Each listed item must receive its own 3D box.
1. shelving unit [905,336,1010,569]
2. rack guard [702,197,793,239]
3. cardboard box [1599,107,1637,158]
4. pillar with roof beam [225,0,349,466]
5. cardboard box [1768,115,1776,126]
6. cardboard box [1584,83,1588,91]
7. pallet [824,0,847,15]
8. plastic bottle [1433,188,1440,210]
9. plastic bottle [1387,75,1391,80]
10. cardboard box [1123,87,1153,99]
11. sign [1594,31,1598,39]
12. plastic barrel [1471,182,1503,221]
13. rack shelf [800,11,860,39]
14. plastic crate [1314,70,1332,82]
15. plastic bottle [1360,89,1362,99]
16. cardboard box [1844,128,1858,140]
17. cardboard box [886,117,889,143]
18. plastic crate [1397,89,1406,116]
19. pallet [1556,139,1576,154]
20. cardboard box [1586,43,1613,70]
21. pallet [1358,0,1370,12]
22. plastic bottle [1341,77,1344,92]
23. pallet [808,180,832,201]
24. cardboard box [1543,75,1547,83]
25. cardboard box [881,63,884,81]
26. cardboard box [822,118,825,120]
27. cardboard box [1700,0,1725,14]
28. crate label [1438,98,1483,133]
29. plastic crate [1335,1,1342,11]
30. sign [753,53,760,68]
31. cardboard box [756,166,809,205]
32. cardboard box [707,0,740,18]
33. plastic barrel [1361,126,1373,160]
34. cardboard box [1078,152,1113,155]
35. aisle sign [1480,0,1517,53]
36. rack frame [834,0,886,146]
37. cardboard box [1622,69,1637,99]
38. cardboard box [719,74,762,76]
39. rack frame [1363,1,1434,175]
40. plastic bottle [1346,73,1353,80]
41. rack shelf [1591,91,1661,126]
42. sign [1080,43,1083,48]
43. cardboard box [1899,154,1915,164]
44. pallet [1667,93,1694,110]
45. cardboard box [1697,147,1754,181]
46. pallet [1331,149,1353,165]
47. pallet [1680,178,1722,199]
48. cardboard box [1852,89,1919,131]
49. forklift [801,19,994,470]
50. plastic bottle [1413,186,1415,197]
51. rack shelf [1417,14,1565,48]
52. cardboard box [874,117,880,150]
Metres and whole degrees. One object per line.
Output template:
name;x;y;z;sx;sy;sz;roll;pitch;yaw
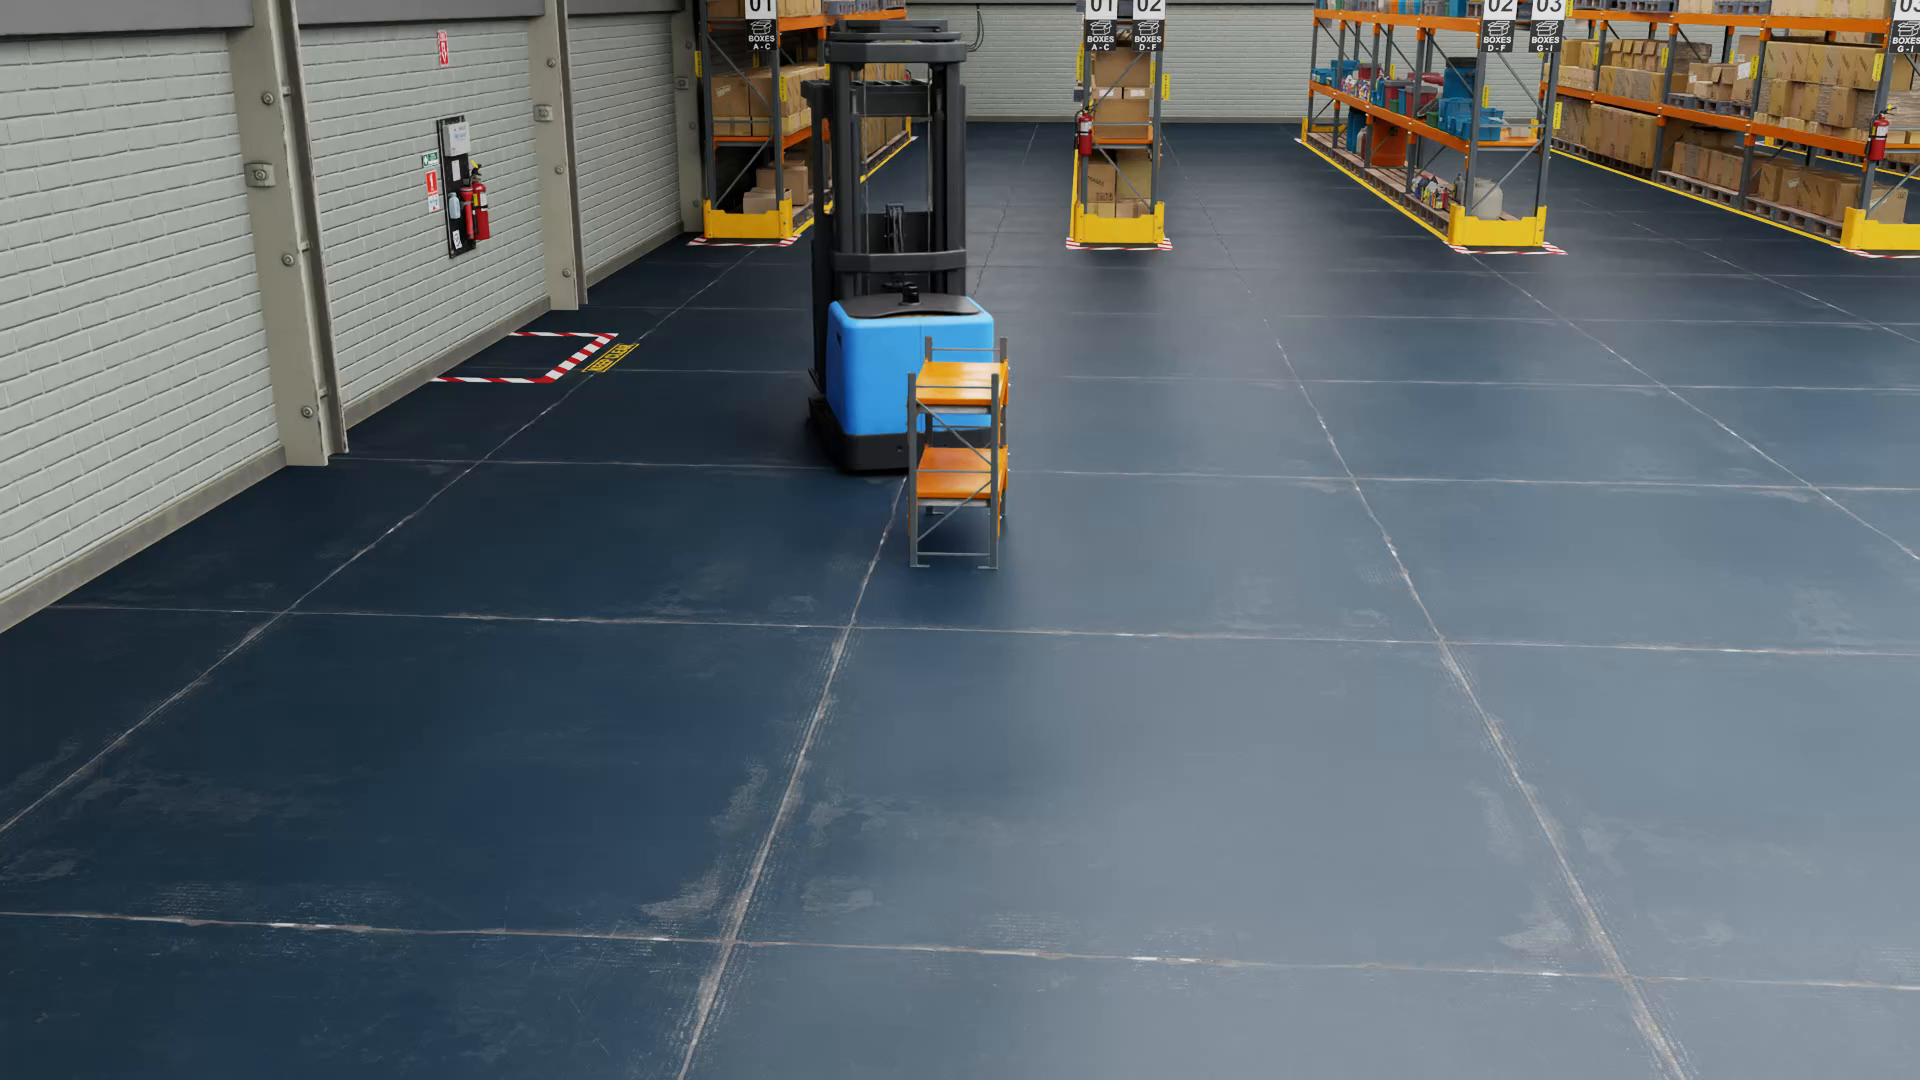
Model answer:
shelving unit;0.000;-0.537;9.754;0.538;1.125;1.048;1;18;4
rack guard;-2.848;-4.328;22.328;1.175;0.500;0.348;1;18;4
cardboard box;12.740;-7.601;31.039;1.225;0.875;0.875;1;18;2
pillar with roof beam;-0.232;-4.757;9.988;9.100;9.000;0.400;1;18;4
cardboard box;11.919;-6.068;24.027;0.380;0.149;0.250;1;18;4
cardboard box;12.542;-8.950;32.824;0.380;0.149;0.250;2;18;5
pallet;-2.416;-8.260;25.798;1.213;0.211;1.003;1;18;4
plastic bottle;6.713;-4.806;23.429;0.061;0.283;0.133;2;18;5
plastic bottle;8.136;-8.624;31.505;0.144;0.351;0.185;1;18;4
cardboard box;2.331;-5.856;21.774;0.380;0.149;0.250;1;18;4
sign;13.656;-10.776;35.753;0.100;0.325;0.005;1;18;4
plastic barrel;6.999;-4.494;22.143;0.421;0.512;0.421;0;18;0
rack shelf;-2.423;-8.439;27.199;1.077;0.370;4.000;1;18;4
plastic crate;7.782;-9.915;35.539;0.416;0.233;0.300;1;18;4
plastic bottle;7.290;-8.085;30.099;0.097;0.201;0.097;0;18;0
cardboard box;11.768;-5.291;21.655;0.380;0.149;0.250;1;18;4
cardboard box;-1.837;-8.461;34.267;0.700;0.500;0.500;2;18;5
plastic crate;7.084;-6.855;26.053;0.392;0.384;0.575;1;18;4
pallet;13.046;-8.177;34.538;1.003;0.211;1.213;1;18;4
cardboard box;12.595;-9.463;32.543;0.500;0.500;0.500;2;18;5
pallet;7.852;-9.736;30.304;1.003;0.211;1.213;1;18;4
plastic bottle;7.437;-8.838;32.266;0.061;0.283;0.133;1;18;4
pallet;-2.512;-5.651;26.831;1.003;0.211;1.213;1;18;4
cardboard box;12.761;-9.907;35.745;0.380;0.149;0.250;1;18;5
cardboard box;-1.775;-9.268;32.721;0.500;0.500;0.500;1;18;3
cardboard box;-2.298;-6.519;25.209;0.500;0.250;0.500;1;18;4
cardboard box;12.190;-8.540;26.591;0.500;0.250;0.500;2;18;5
crate label;6.891;-5.865;22.950;0.502;0.435;0.616;1;18;4
plastic crate;7.618;-10.461;32.554;0.450;0.188;0.662;1;18;4
sign;-3.120;-7.296;25.512;0.100;0.325;0.005;1;18;4
cardboard box;-2.570;-5.130;24.070;0.700;0.500;0.500;0;18;0
cardboard box;-3.076;-7.110;21.794;0.500;0.500;0.500;3;18;8
plastic barrel;7.701;-7.312;30.620;0.600;0.588;0.708;1;18;4
cardboard box;1.924;-5.271;23.730;0.500;0.500;0.500;1;18;4
aisle sign;6.727;-6.491;20.739;0.394;0.787;0.004;1;18;4
rack frame;-1.993;-9.219;33.241;1.000;3.000;0.127;1;18;4
cardboard box;12.443;-8.325;30.353;0.500;0.500;0.500;2;18;5
cardboard box;-2.985;-6.094;22.708;0.500;0.500;0.500;2;18;5
rack frame;7.602;-7.756;28.775;1.000;3.000;0.127;1;18;4
plastic bottle;7.537;-8.860;32.224;0.144;0.351;0.185;1;18;4
rack shelf;12.685;-7.924;30.445;1.077;0.370;4.000;1;18;4
sign;2.694;-10.775;36.601;0.100;0.325;0.005;1;18;4
cardboard box;17.331;-7.051;29.963;0.500;0.500;0.500;0;18;1
pallet;12.597;-7.330;27.785;1.213;0.211;1.003;1;18;4
cardboard box;12.453;-6.109;27.057;0.700;0.500;0.500;3;18;9
pallet;7.792;-7.434;32.272;1.003;0.211;1.213;1;18;4
pallet;12.395;-5.699;26.978;1.003;0.211;1.213;1;18;4
cardboard box;12.035;-5.520;21.312;0.875;0.500;0.500;1;18;4
forklift;-0.550;-2.279;12.170;1.130;2.935;3.031;-4;18;-11
plastic bottle;6.840;-5.240;24.886;0.097;0.201;0.097;0;18;0
rack shelf;7.172;-6.976;22.733;1.077;0.370;4.000;1;18;4
cardboard box;-1.971;-7.916;32.043;0.750;0.750;0.750;2;18;6
